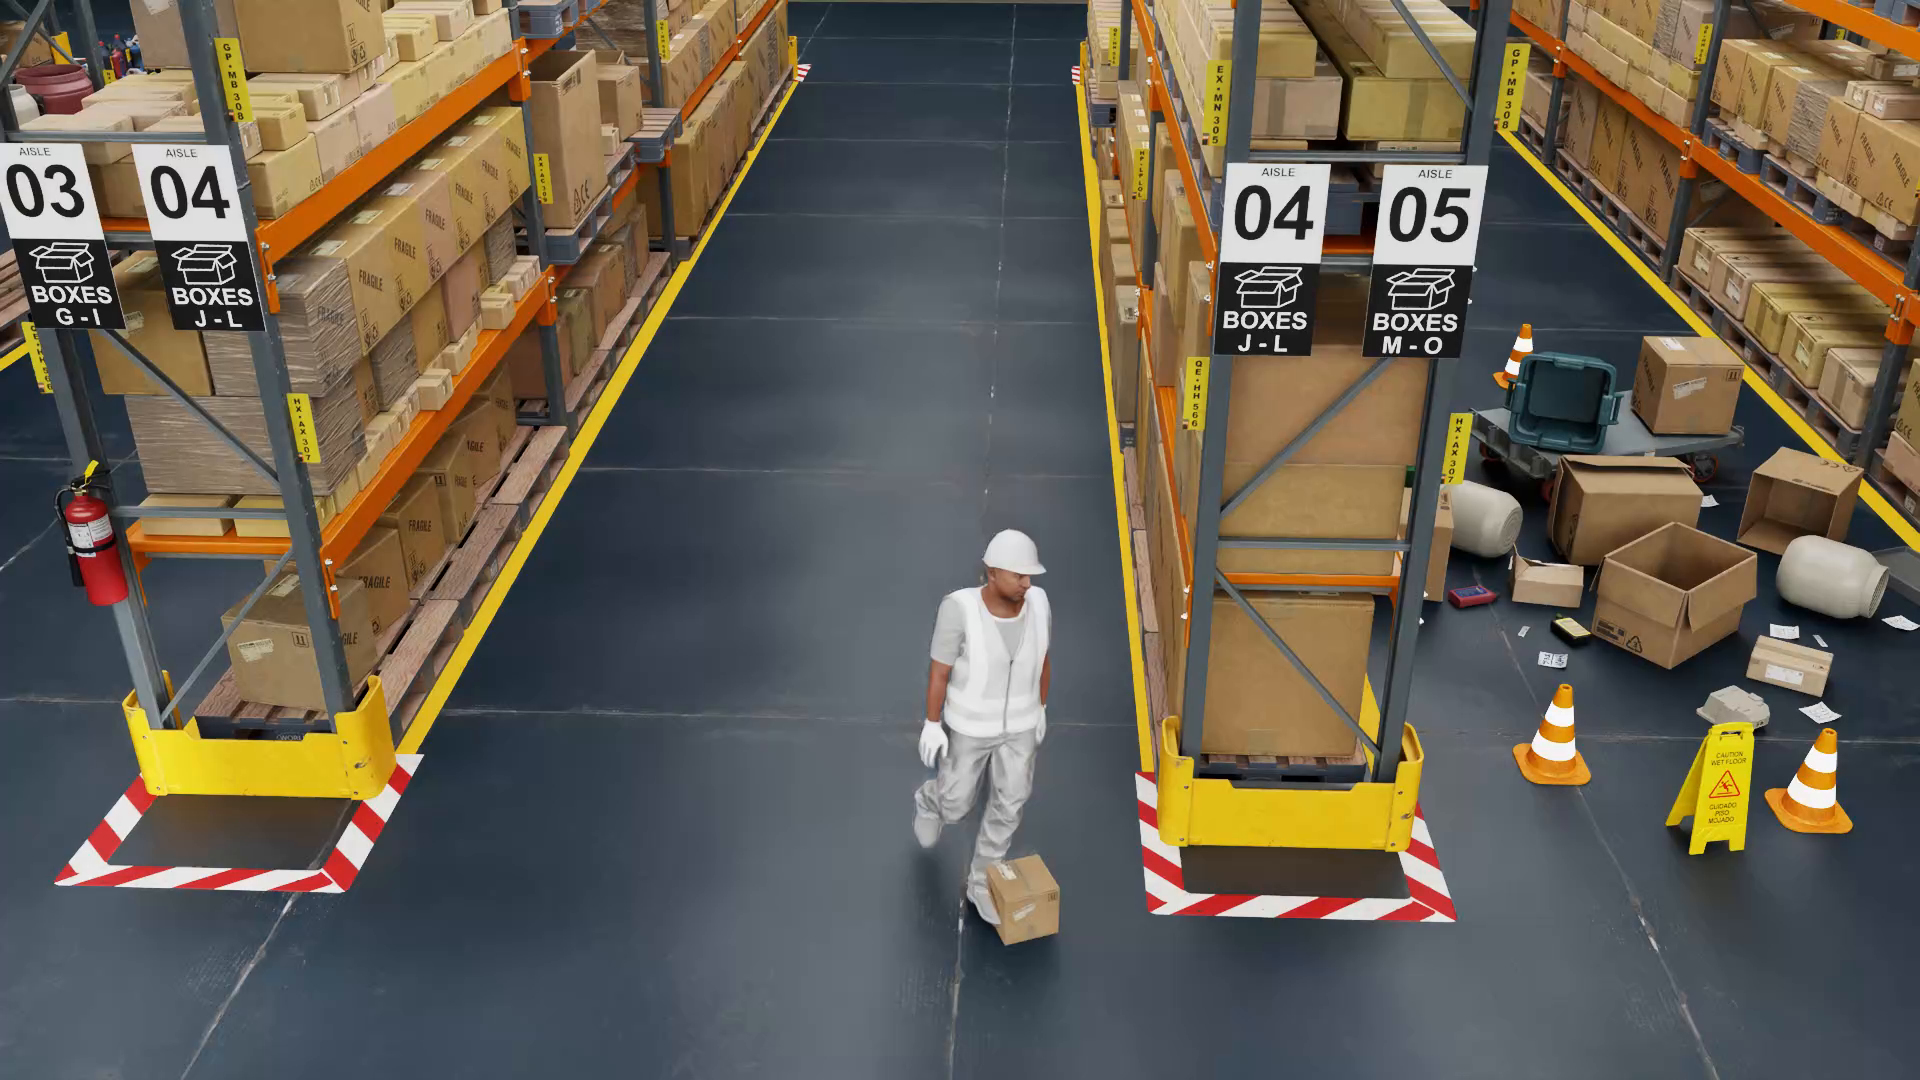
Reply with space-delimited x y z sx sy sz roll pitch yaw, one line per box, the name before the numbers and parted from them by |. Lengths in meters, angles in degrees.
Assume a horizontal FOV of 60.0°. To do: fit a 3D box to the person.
person | 0.105 0.756 7.136 0.619 1.750 0.749 -9 29 -16
